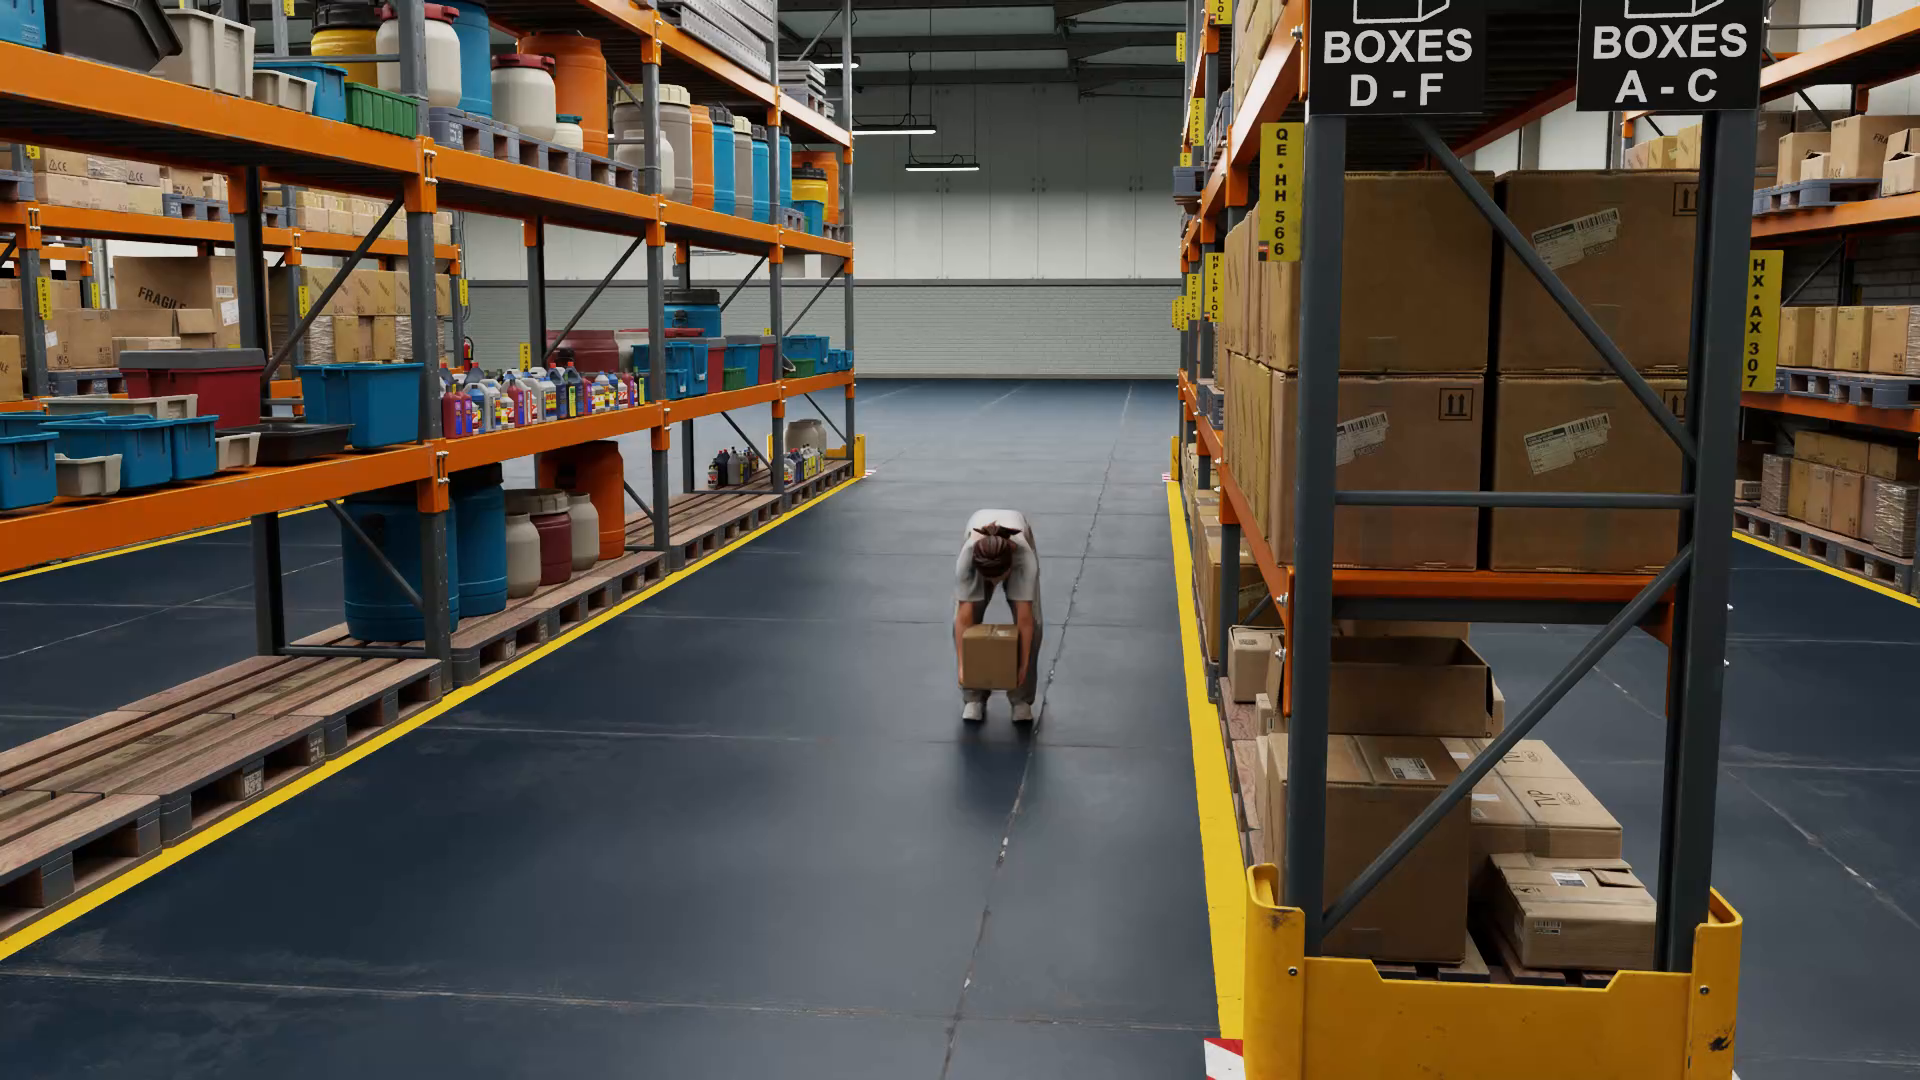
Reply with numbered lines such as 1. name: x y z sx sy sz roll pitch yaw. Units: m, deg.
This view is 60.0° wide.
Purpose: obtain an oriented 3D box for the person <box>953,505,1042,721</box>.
1. person: 0.171 0.356 7.868 0.429 1.089 0.873 1 8 4
